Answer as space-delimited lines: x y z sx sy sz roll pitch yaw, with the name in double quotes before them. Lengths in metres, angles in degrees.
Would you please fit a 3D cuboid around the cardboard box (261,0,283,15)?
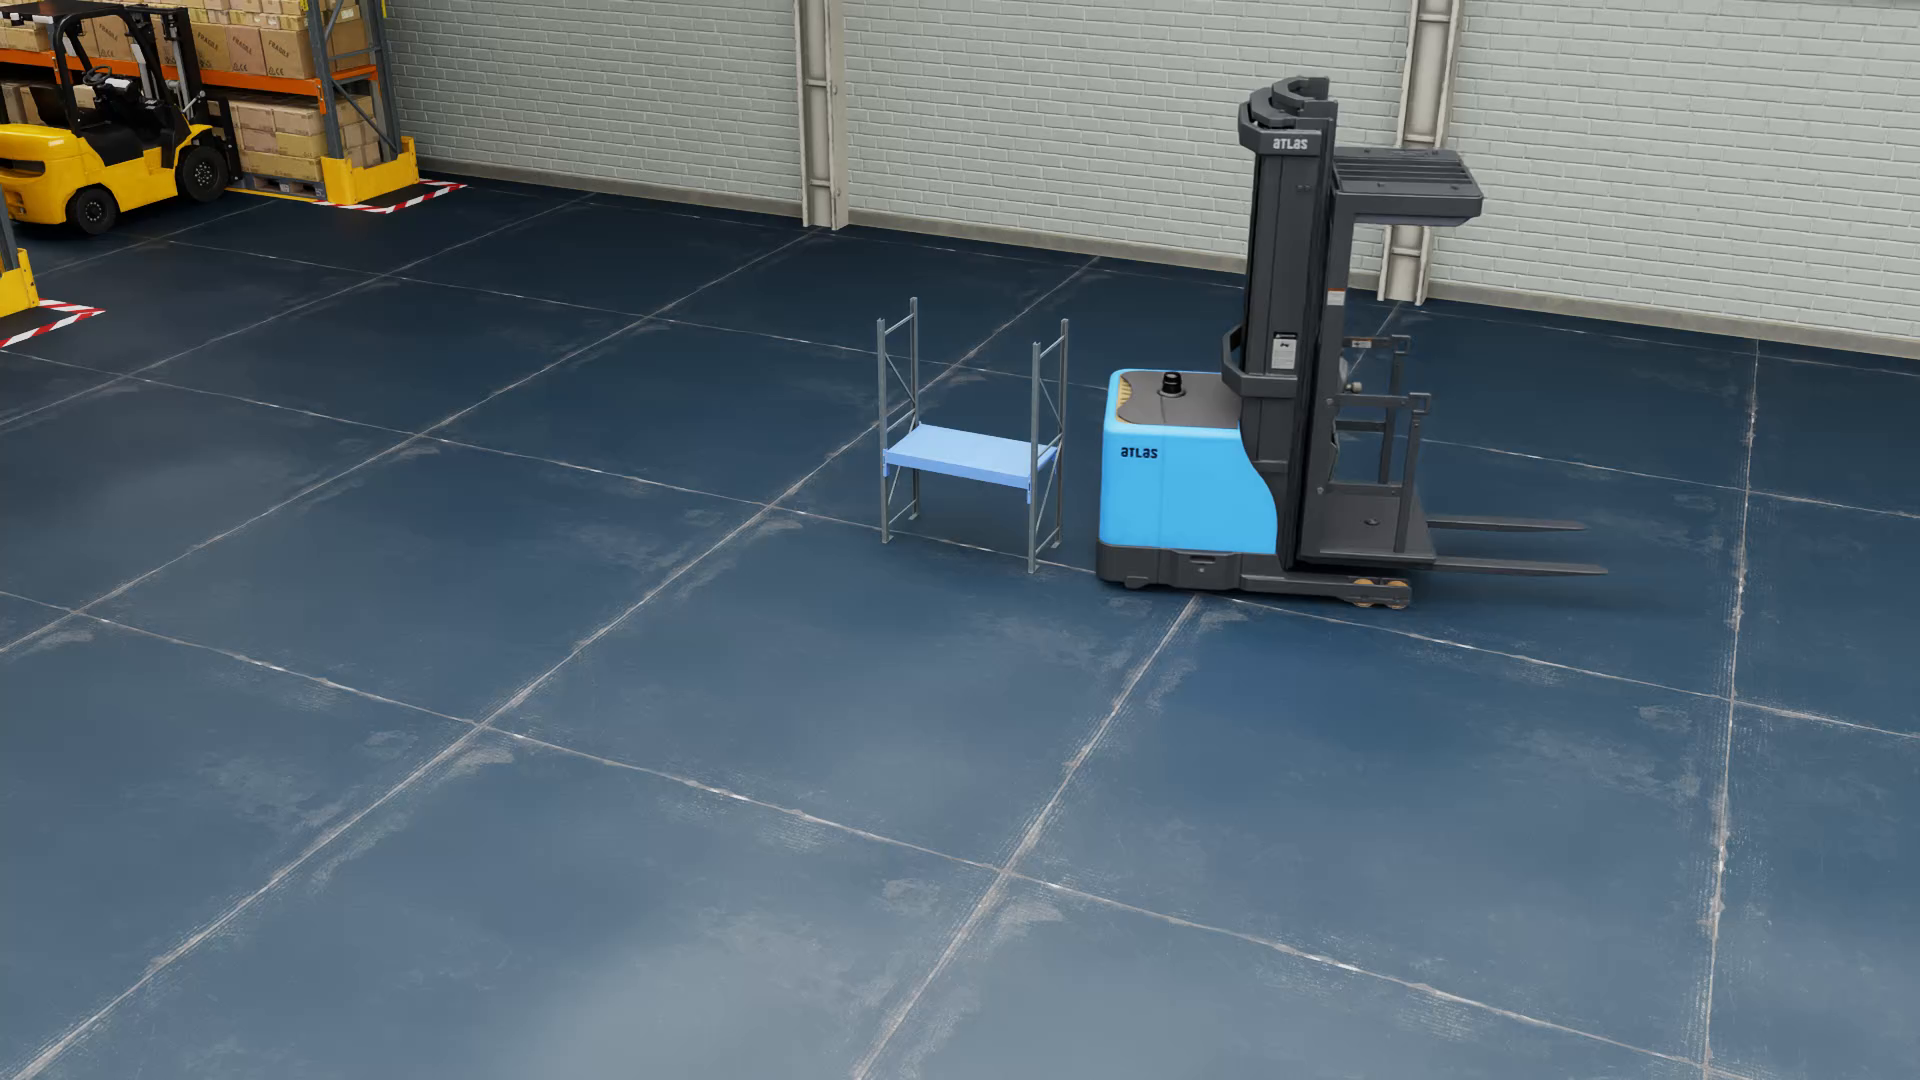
"cardboard box" -7.258 -5.753 17.855 0.250 0.149 0.380 11 28 22

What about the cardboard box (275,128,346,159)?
"cardboard box" -7.179 -4.413 18.388 0.500 0.250 0.500 11 28 21

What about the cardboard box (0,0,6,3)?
"cardboard box" -11.094 -6.417 19.539 0.250 0.149 0.380 11 28 22

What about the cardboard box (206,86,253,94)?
"cardboard box" -8.337 -5.120 19.258 0.500 0.250 0.500 11 28 21

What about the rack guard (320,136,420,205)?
"rack guard" -6.585 -4.144 18.602 0.348 0.500 1.175 11 28 22

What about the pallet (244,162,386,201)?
"pallet" -7.320 -4.142 18.924 1.213 0.211 1.003 11 28 22

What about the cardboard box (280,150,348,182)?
"cardboard box" -7.165 -4.184 18.490 0.500 0.250 0.500 12 28 22

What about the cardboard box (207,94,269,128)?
"cardboard box" -8.086 -4.812 18.633 0.500 0.250 0.500 12 29 22

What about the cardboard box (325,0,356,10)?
"cardboard box" -6.824 -5.887 18.127 0.250 0.149 0.380 11 28 21

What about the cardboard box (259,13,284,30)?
"cardboard box" -7.283 -5.592 17.864 0.250 0.149 0.380 12 29 23

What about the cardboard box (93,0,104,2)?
"cardboard box" -9.582 -6.090 18.877 0.250 0.149 0.380 11 28 22

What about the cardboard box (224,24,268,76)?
"cardboard box" -7.632 -5.398 18.205 0.500 0.500 0.500 12 29 23

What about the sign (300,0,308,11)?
"sign" -6.844 -5.680 17.313 0.005 0.325 0.100 11 28 22

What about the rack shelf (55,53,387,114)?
"rack shelf" -8.427 -5.313 18.960 4.000 0.370 1.077 11 28 22

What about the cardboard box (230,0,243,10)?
"cardboard box" -7.703 -5.865 18.083 0.250 0.149 0.380 12 28 22

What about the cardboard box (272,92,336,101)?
"cardboard box" -7.422 -4.928 18.868 0.500 0.250 0.500 11 28 22

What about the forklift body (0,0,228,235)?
"forklift body" -9.088 -4.503 17.460 1.214 2.155 2.313 11 28 22

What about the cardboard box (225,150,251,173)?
"cardboard box" -8.066 -4.374 18.875 0.500 0.250 0.500 12 29 22

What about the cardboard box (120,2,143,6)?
"cardboard box" -9.150 -5.967 18.626 0.250 0.149 0.380 11 28 21

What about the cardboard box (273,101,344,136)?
"cardboard box" -7.155 -4.632 18.269 0.500 0.250 0.500 12 29 24

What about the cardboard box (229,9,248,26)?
"cardboard box" -7.715 -5.714 18.112 0.250 0.149 0.380 11 28 21

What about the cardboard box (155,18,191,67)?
"cardboard box" -8.561 -5.579 18.573 0.500 0.500 0.500 12 28 22

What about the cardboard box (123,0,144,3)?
"cardboard box" -9.130 -6.114 18.588 0.250 0.149 0.380 11 28 21

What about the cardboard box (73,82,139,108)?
"cardboard box" -9.938 -5.190 19.402 0.500 0.250 0.500 11 28 21

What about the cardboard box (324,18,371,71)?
"cardboard box" -6.943 -5.517 18.447 0.500 0.500 0.500 12 29 23

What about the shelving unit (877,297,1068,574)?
"shelving unit" 0.078 -0.657 10.387 1.048 1.500 0.538 11 28 22

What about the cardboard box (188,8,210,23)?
"cardboard box" -8.216 -5.782 18.250 0.250 0.149 0.380 12 28 22

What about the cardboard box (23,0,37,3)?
"cardboard box" -10.651 -6.311 19.324 0.250 0.149 0.380 12 29 24

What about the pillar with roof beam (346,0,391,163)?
"pillar with roof beam" -8.650 -6.720 14.212 0.400 9.000 9.100 11 28 22

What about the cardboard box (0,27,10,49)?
"cardboard box" -11.275 -6.011 19.733 0.500 0.250 0.500 11 28 22

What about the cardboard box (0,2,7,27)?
"cardboard box" -11.272 -6.237 19.626 0.500 0.250 0.500 11 28 20

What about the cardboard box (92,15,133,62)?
"cardboard box" -9.471 -5.772 18.964 0.500 0.500 0.500 12 29 23

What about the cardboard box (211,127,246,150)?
"cardboard box" -8.110 -4.595 18.758 0.500 0.250 0.500 11 28 21

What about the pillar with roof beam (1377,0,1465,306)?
"pillar with roof beam" 2.274 -4.526 9.756 0.400 9.000 9.100 11 28 22

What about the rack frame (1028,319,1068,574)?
"rack frame" 0.540 -0.564 10.198 0.032 1.500 0.500 11 28 22

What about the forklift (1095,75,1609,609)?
"forklift" 2.386 -1.152 9.772 3.031 2.935 1.130 3 26 7

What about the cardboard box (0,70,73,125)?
"cardboard box" -11.431 -5.361 20.455 0.625 0.625 0.875 11 28 21

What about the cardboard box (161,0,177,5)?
"cardboard box" -8.641 -6.051 18.461 0.250 0.149 0.380 11 28 22

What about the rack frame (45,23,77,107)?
"rack frame" -10.248 -6.002 19.544 0.127 3.000 1.000 11 28 22

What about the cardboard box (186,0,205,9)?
"cardboard box" -8.223 -5.913 18.181 0.250 0.149 0.380 12 29 23

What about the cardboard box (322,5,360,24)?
"cardboard box" -6.808 -5.772 18.231 0.250 0.149 0.380 11 28 21

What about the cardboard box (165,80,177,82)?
"cardboard box" -9.253 -5.306 19.637 0.500 0.250 0.500 11 28 21

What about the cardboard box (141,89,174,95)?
"cardboard box" -9.019 -5.007 19.028 0.500 0.250 0.500 12 29 24

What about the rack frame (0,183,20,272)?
"rack frame" -8.658 -3.274 14.003 0.127 3.000 1.000 11 28 22

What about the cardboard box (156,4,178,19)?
"cardboard box" -8.667 -5.883 18.455 0.250 0.149 0.380 11 28 21
